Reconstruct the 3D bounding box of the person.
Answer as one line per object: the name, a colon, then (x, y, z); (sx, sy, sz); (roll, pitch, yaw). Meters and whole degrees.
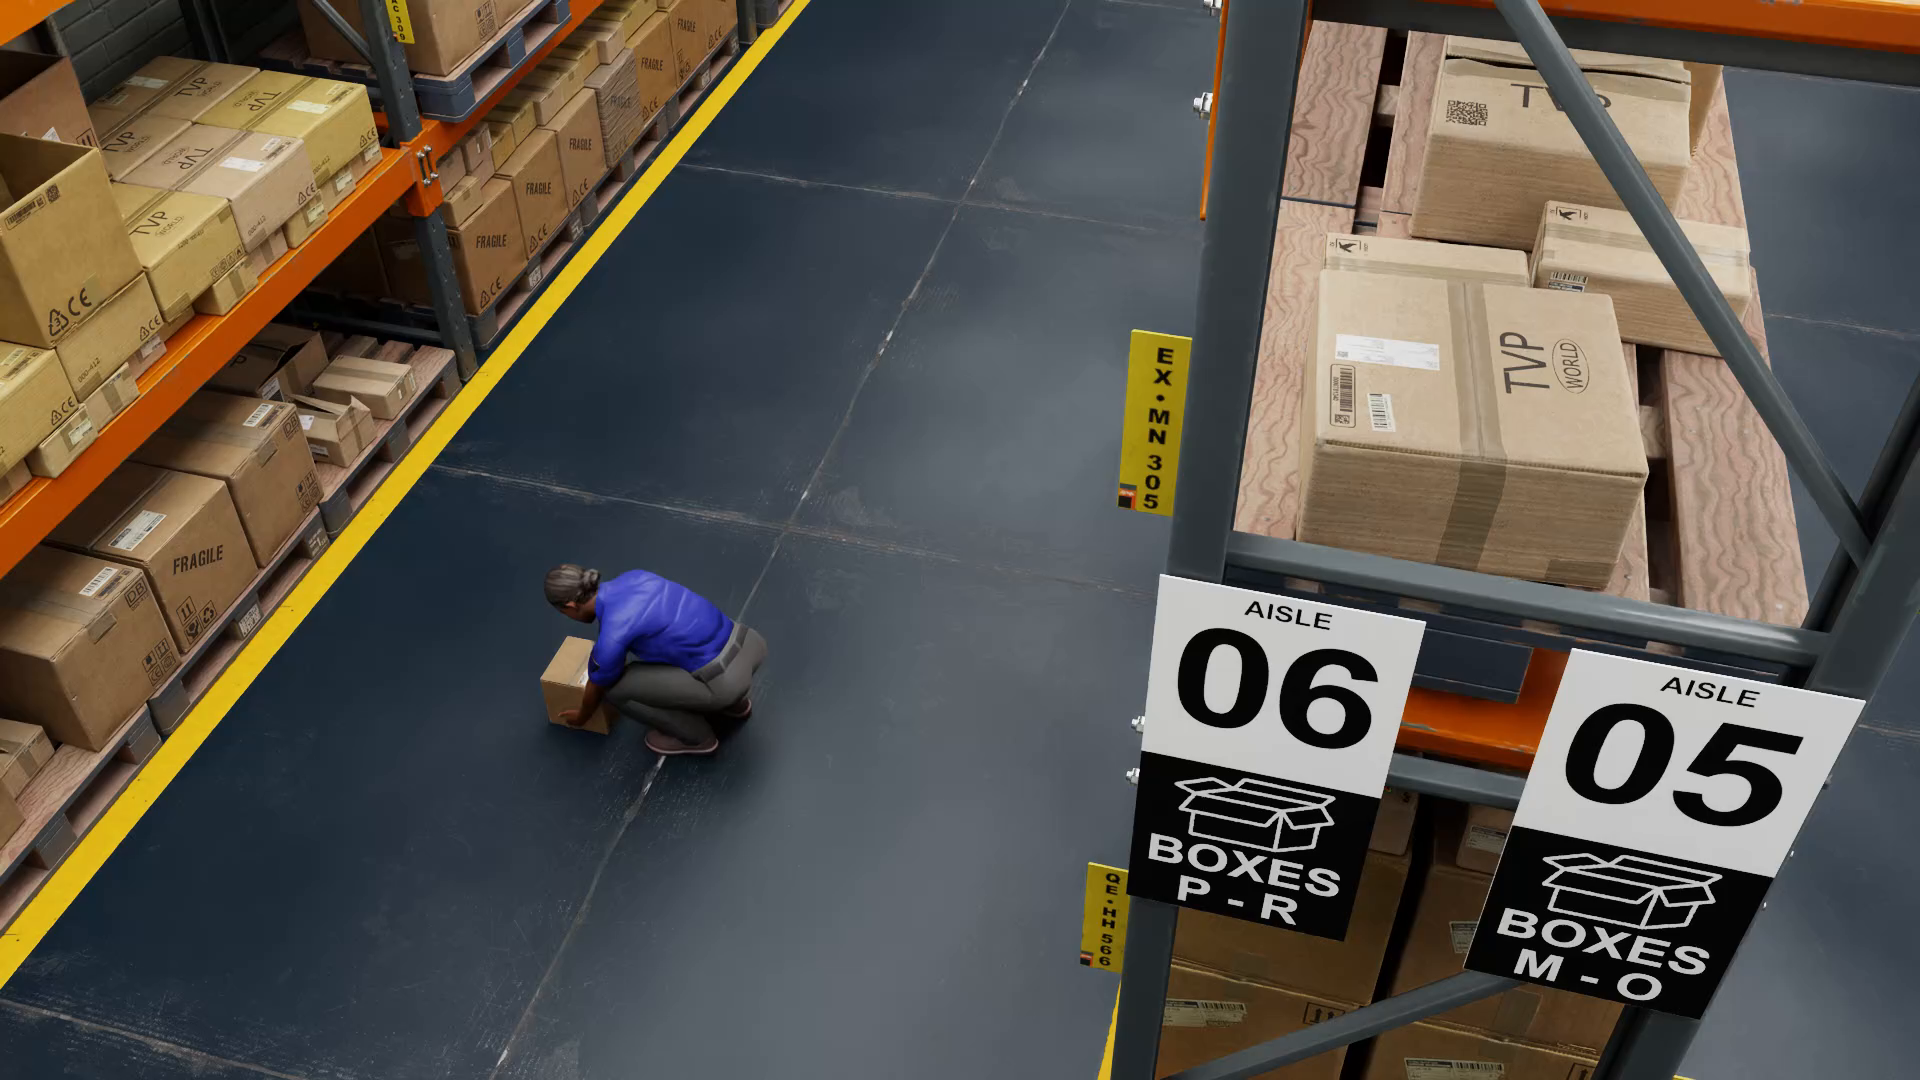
person: (-1.146, 0.427, 6.328); (0.810, 0.811, 0.478); (10, 42, 11)
